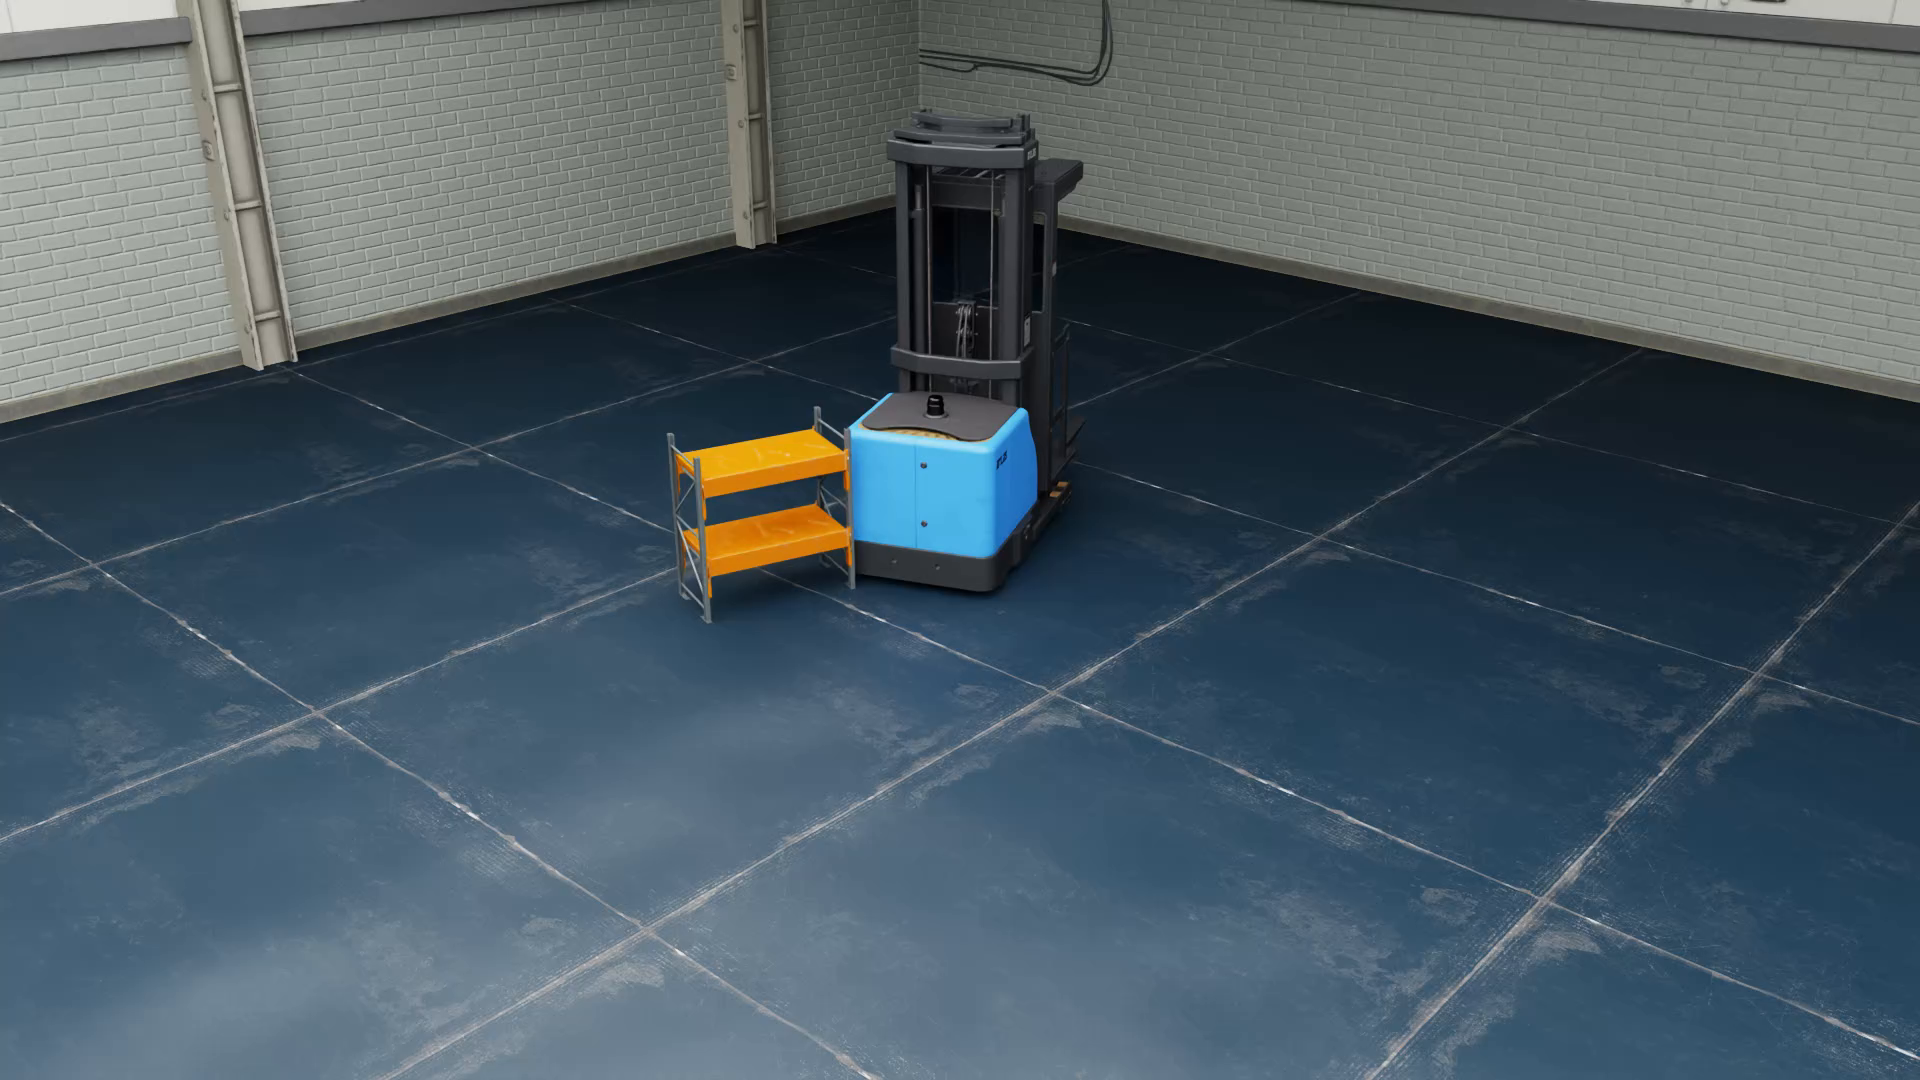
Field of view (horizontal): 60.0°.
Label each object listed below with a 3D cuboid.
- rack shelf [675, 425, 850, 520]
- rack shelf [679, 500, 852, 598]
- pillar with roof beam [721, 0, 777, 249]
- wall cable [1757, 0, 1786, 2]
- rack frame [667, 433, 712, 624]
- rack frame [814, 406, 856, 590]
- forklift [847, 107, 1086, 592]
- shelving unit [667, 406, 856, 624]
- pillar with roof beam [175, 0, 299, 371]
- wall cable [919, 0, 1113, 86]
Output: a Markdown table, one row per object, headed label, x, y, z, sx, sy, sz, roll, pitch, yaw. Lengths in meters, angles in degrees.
| label | x | y | z | sx | sy | sz | roll | pitch | yaw |
| --- | --- | --- | --- | --- | --- | --- | --- | --- | --- |
| rack shelf | -1.272 | -0.441 | 10.644 | 1.000 | 0.278 | 0.538 | -13 | 27 | -26 |
| rack shelf | -1.272 | 0.049 | 10.864 | 1.000 | 0.278 | 0.538 | -13 | 27 | -26 |
| pillar with roof beam | 0.813 | -6.408 | 15.043 | 9.100 | 9.000 | 0.400 | 20 | 31 | 38 |
| wall cable | 7.617 | -7.075 | 12.373 | 2.305 | 6.003 | 0.169 | 20 | 31 | 38 |
| rack frame | -1.715 | -0.073 | 10.537 | 0.032 | 1.125 | 0.500 | -13 | 27 | -26 |
| rack frame | -0.828 | -0.276 | 10.990 | 0.032 | 1.125 | 0.500 | -13 | 27 | -26 |
| forklift | 0.202 | -1.578 | 11.688 | 1.130 | 2.935 | 3.031 | 8 | 25 | 17 |
| shelving unit | -1.272 | -0.174 | 10.764 | 1.048 | 1.125 | 0.538 | -13 | 27 | -26 |
| pillar with roof beam | -3.192 | -4.580 | 10.966 | 9.100 | 9.000 | 0.400 | 20 | 31 | 38 |
| wall cable | 0.558 | -6.703 | 19.496 | 3.097 | 2.526 | 0.112 | 20 | 31 | 38 |
